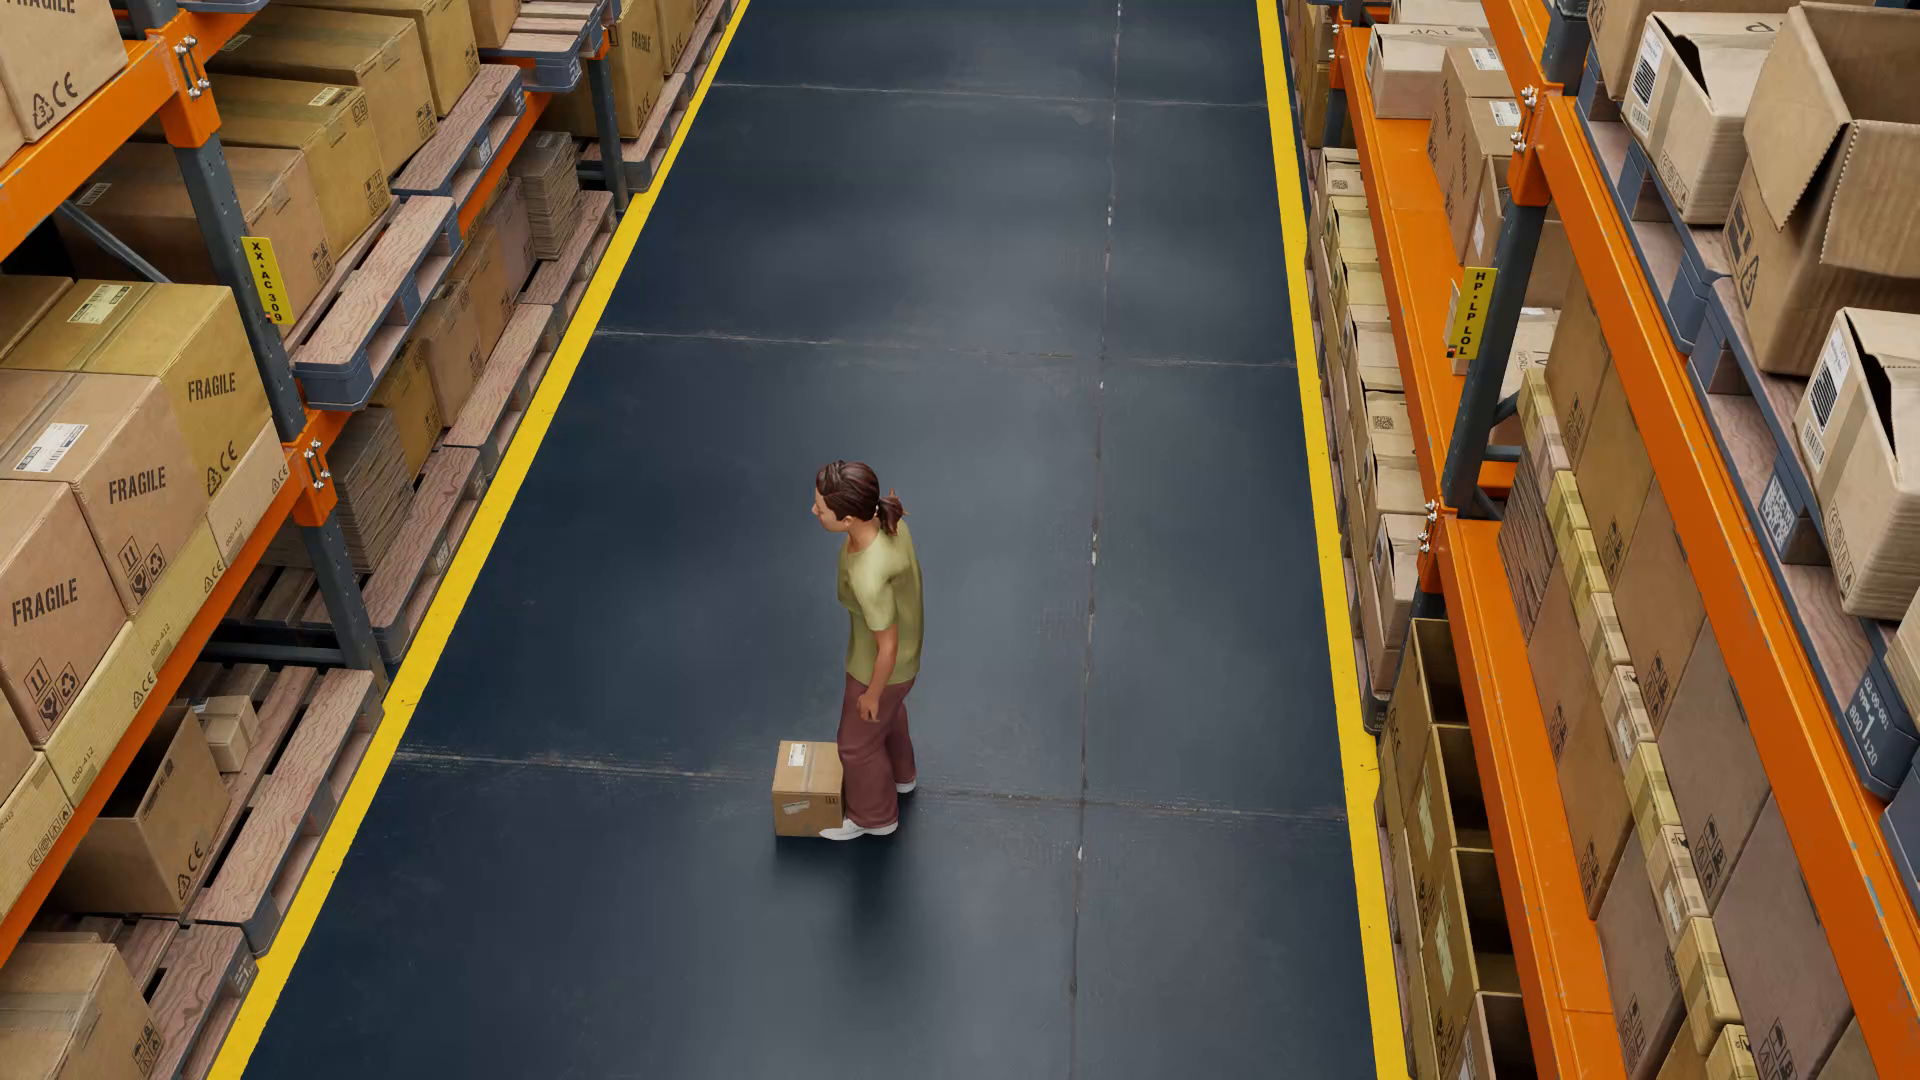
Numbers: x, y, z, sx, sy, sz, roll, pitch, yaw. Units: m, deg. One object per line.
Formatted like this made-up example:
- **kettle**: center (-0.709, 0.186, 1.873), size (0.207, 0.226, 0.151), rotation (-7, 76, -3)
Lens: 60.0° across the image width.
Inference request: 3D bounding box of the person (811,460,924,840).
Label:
- **person**: center (-0.328, 0.391, 5.695), size (0.415, 1.671, 0.521), rotation (1, 40, 1)
